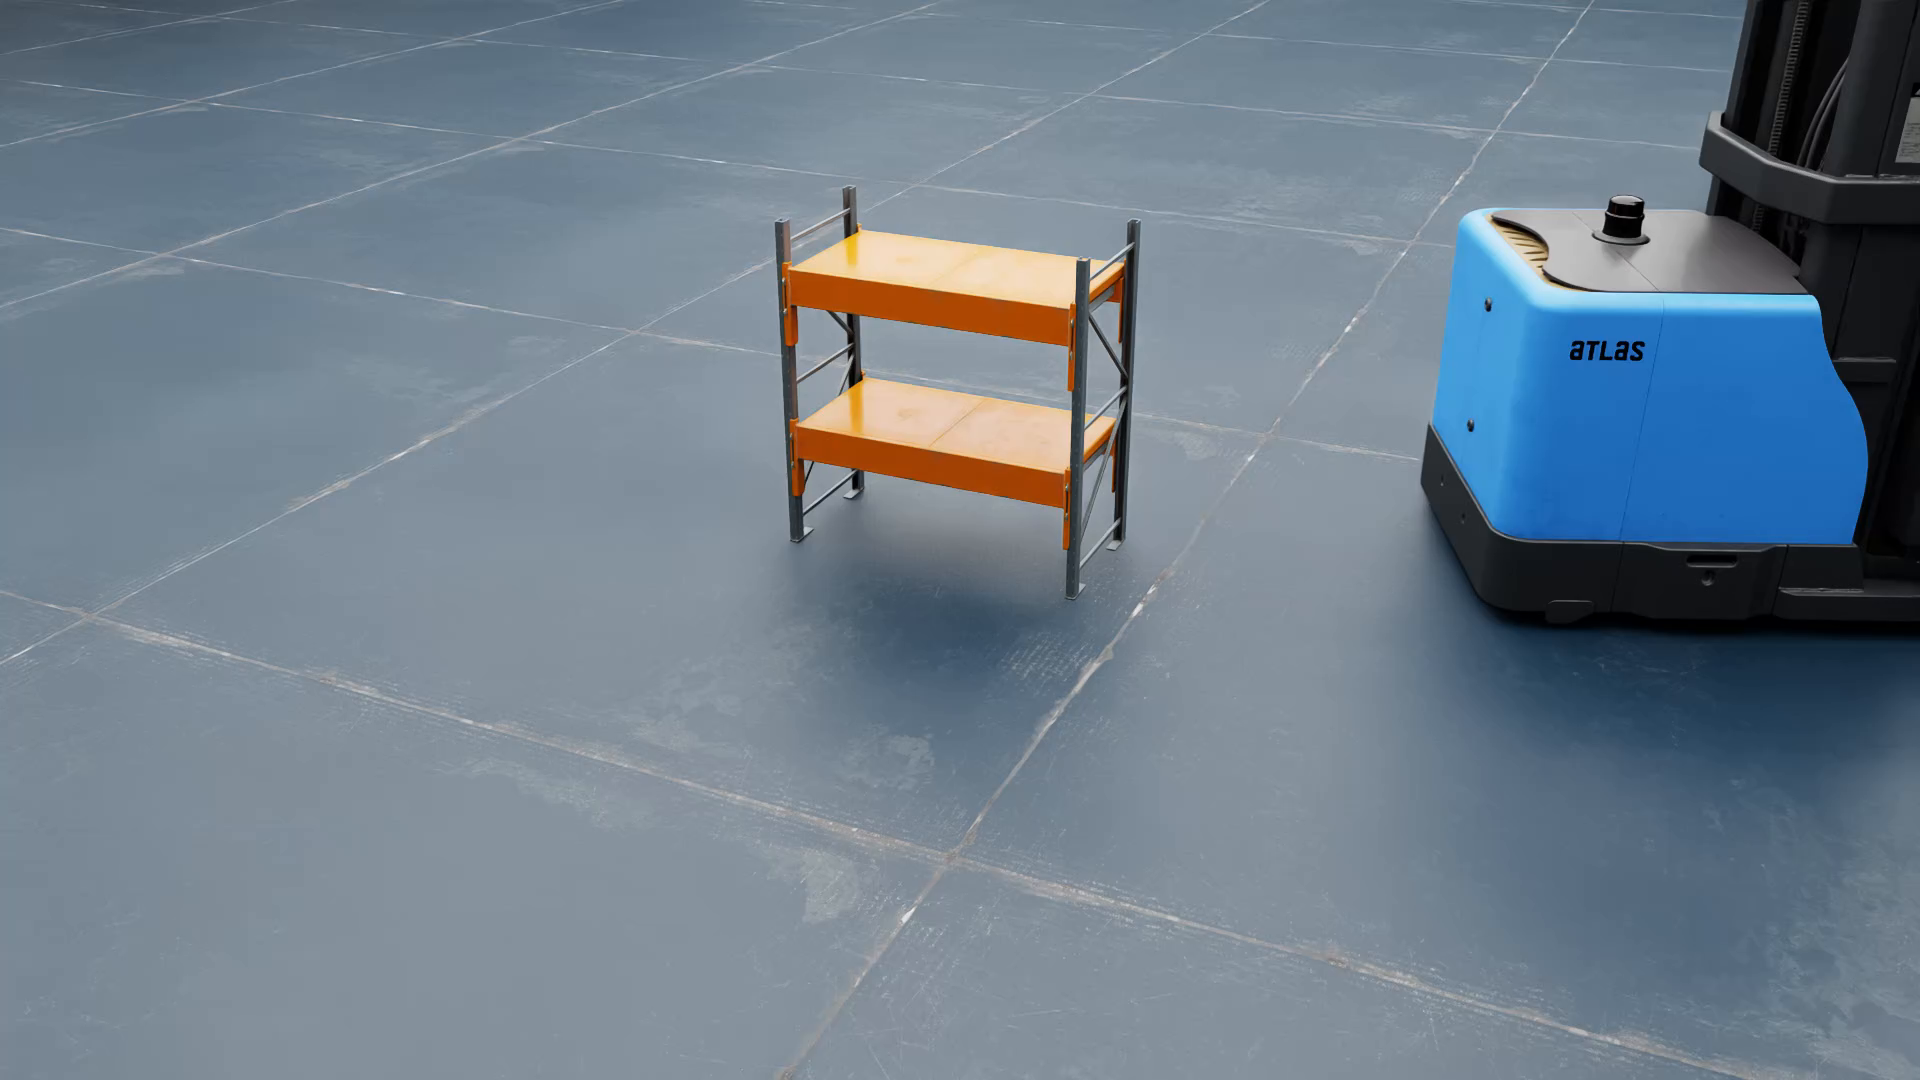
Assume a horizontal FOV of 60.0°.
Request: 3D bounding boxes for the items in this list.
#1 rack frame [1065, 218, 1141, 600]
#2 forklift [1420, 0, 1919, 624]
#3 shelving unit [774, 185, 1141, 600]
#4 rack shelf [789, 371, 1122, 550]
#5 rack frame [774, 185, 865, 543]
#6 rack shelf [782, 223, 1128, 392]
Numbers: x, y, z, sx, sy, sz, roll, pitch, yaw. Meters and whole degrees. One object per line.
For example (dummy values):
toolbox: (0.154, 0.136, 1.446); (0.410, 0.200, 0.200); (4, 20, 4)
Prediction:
rack frame: (0.457, -0.413, 5.315); (0.032, 1.125, 0.500); (11, 28, 22)
forklift: (3.159, -1.241, 4.952); (3.031, 2.935, 1.130); (1, 26, 2)
shelving unit: (-0.006, -0.506, 5.504); (1.048, 1.125, 0.538); (11, 28, 22)
rack shelf: (-0.006, -0.287, 5.612); (1.000, 0.278, 0.538); (11, 28, 22)
rack frame: (-0.469, -0.599, 5.693); (0.032, 1.125, 0.500); (11, 28, 22)
rack shelf: (-0.006, -0.768, 5.375); (1.000, 0.278, 0.538); (11, 28, 22)
